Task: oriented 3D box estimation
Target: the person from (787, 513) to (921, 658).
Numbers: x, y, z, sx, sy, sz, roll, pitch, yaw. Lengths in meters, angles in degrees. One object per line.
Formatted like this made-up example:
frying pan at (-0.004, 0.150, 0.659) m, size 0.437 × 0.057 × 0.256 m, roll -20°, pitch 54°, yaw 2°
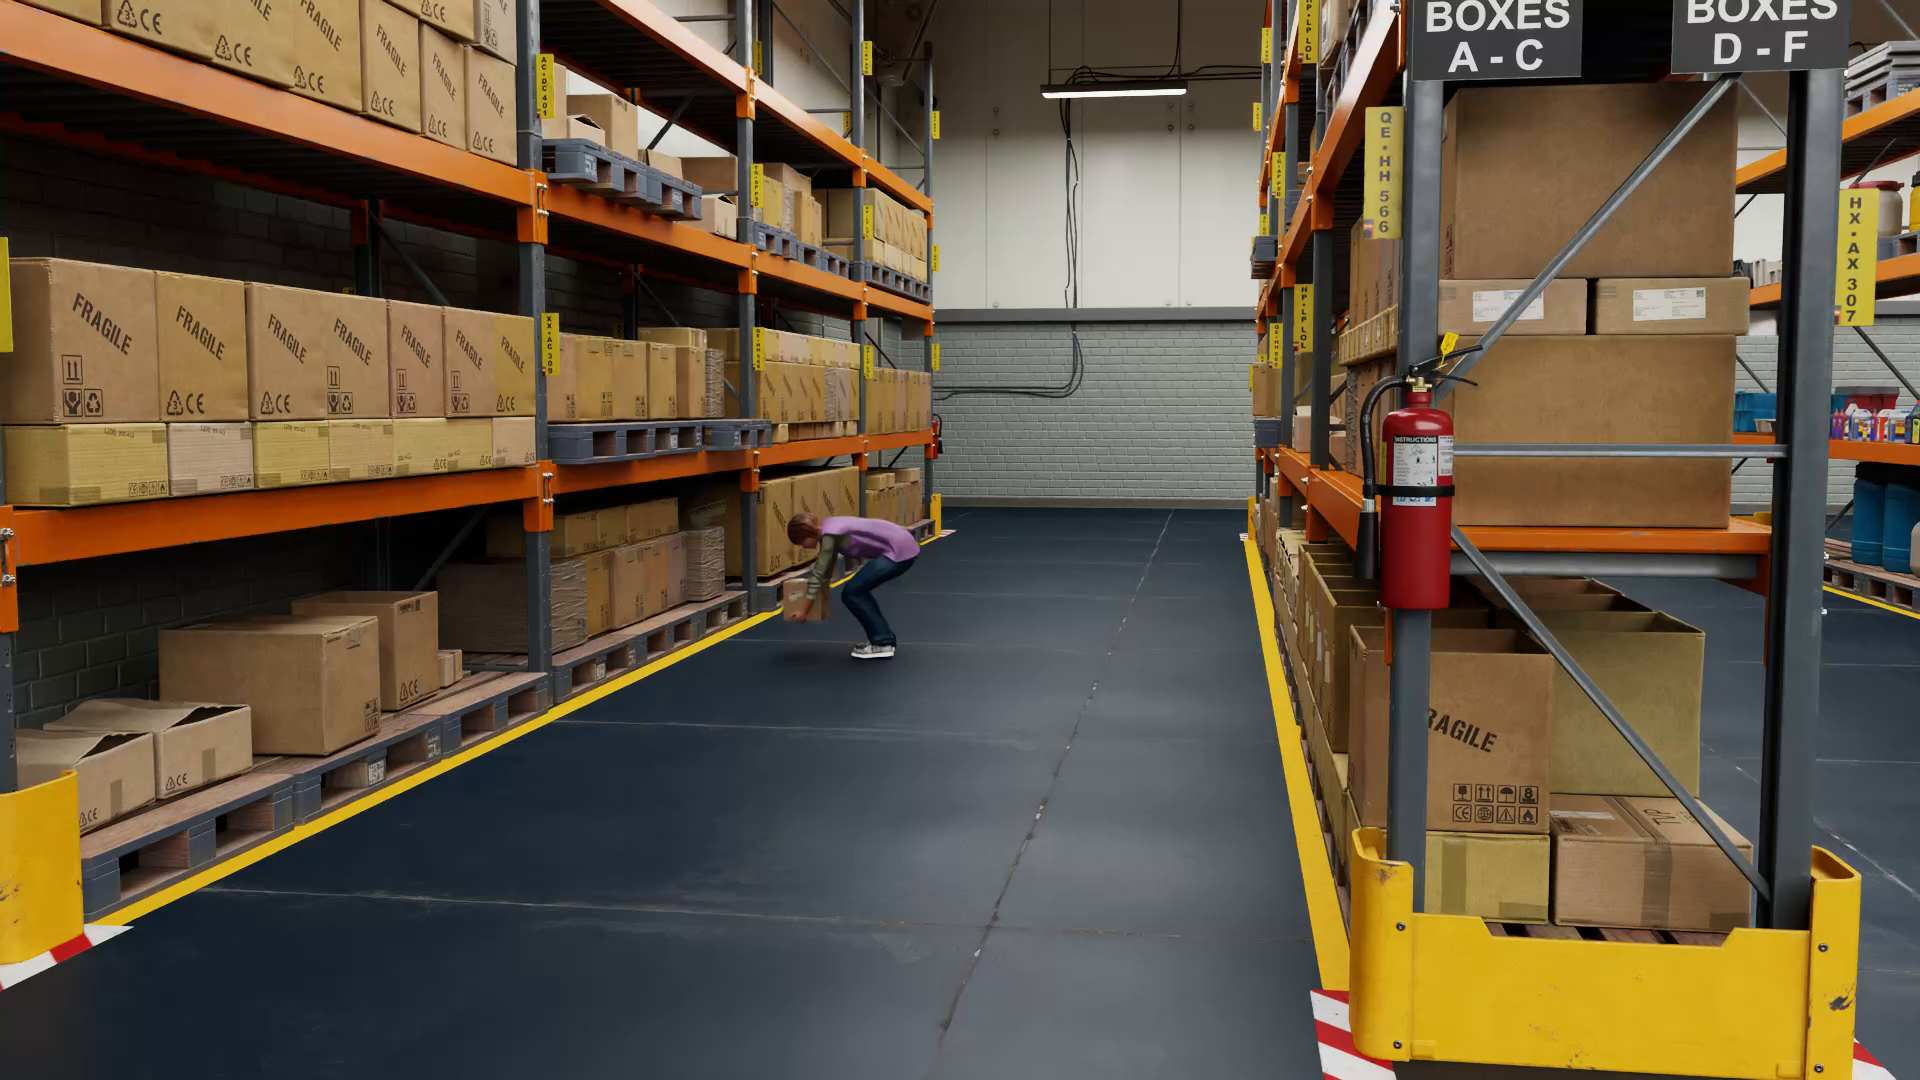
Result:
person at (-0.686, 0.288, 10.717) m, size 0.861 × 0.928 × 0.424 m, roll 0°, pitch 5°, yaw 6°
